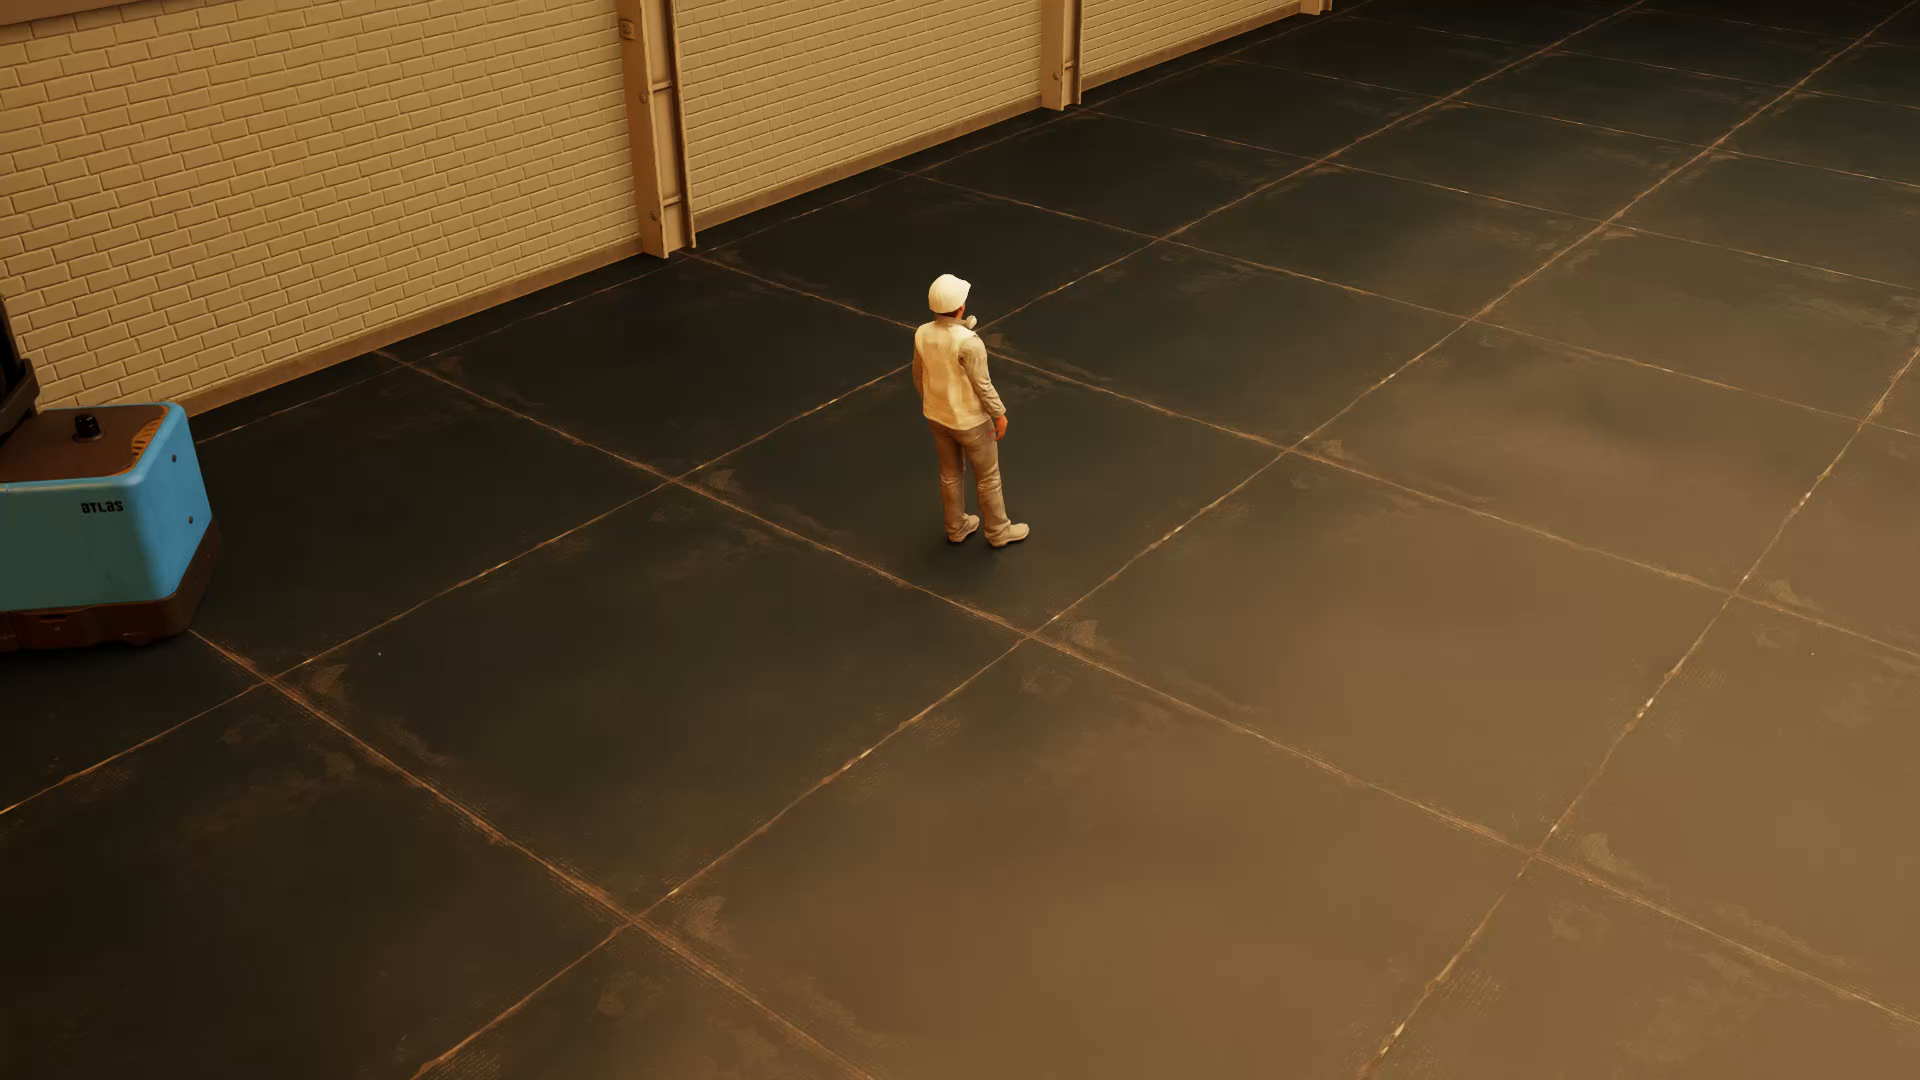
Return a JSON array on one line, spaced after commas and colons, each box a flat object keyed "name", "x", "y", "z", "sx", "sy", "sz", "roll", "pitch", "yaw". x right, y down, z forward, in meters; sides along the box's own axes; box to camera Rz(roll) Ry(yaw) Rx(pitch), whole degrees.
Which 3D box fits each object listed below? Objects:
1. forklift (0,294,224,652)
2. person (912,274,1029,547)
[{"name": "forklift", "x": -5.976, "y": -0.815, "z": 8.990, "sx": 3.031, "sy": 2.935, "sz": 1.130, "roll": -4, "pitch": 31, "yaw": -7}, {"name": "person", "x": 0.045, "y": -0.795, "z": 10.087, "sx": 0.634, "sy": 1.775, "sz": 0.566, "roll": 22, "pitch": 37, "yaw": 33}]
